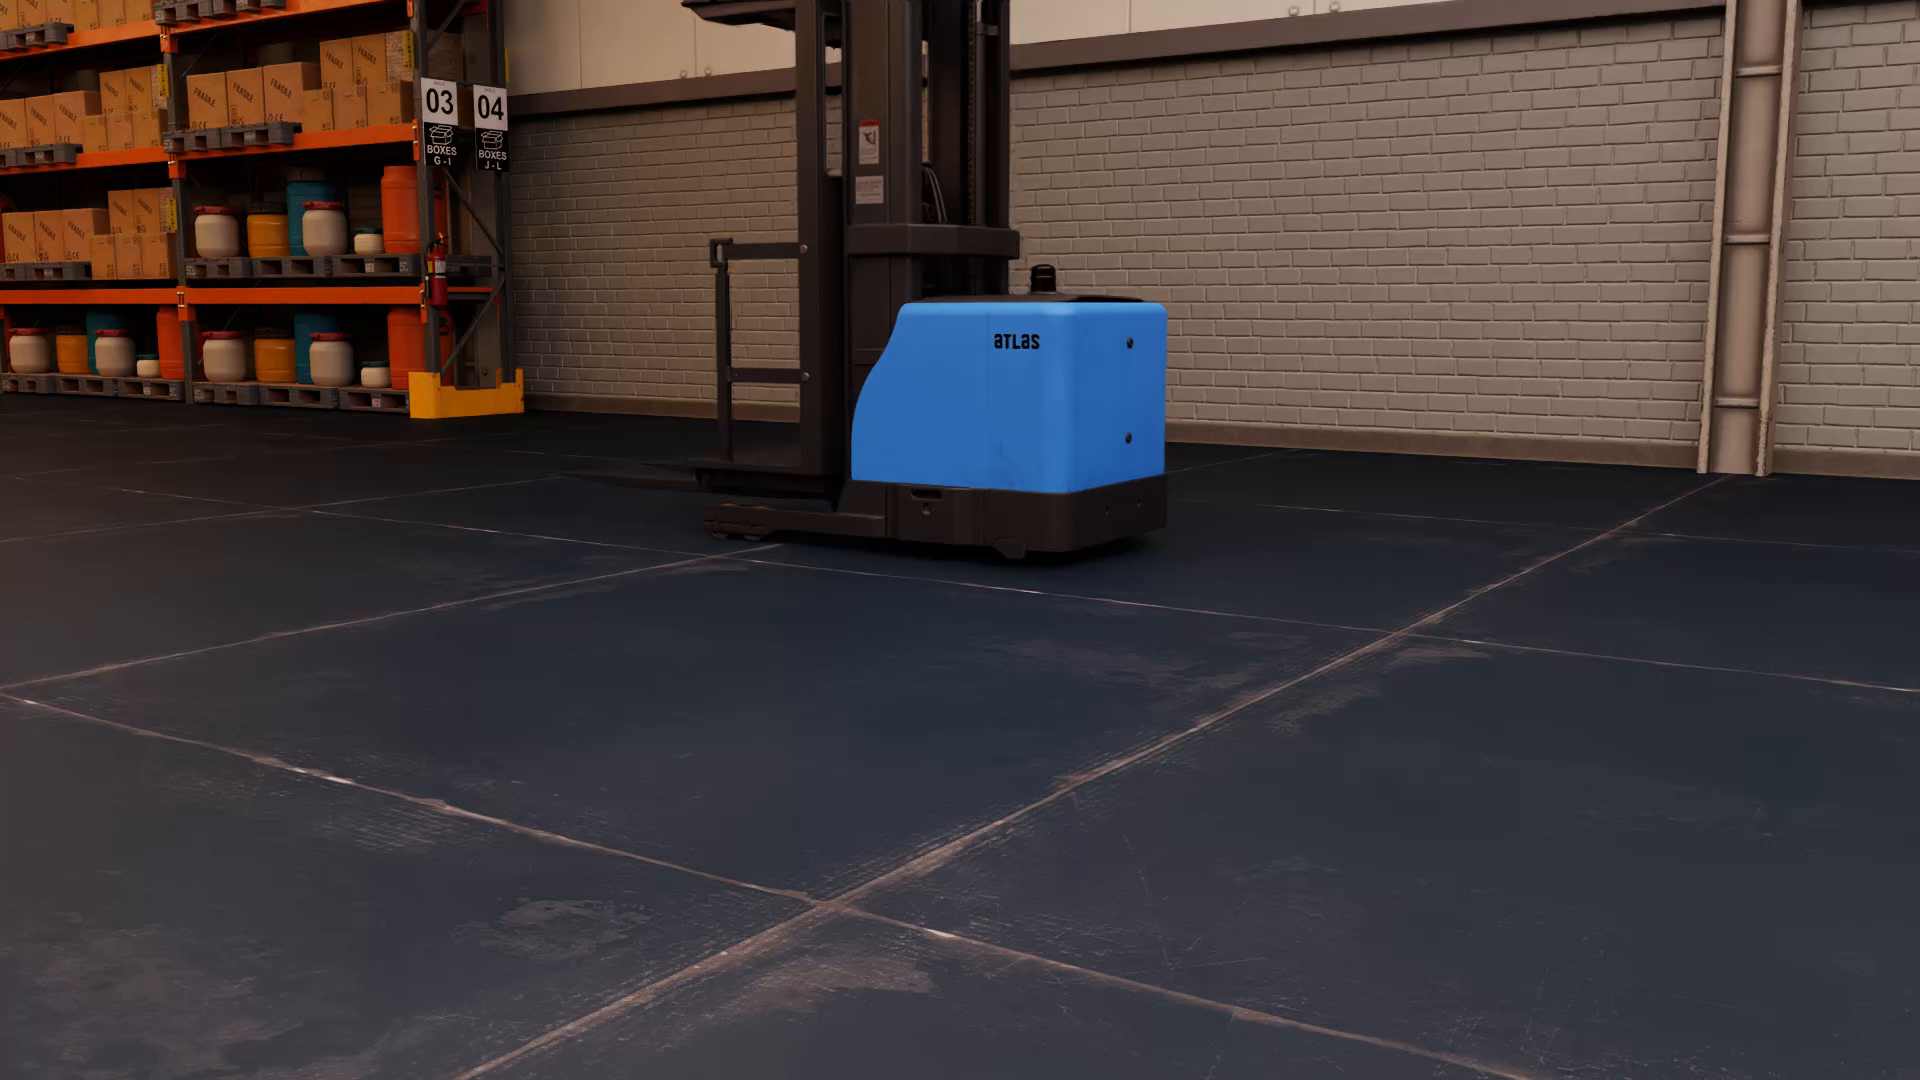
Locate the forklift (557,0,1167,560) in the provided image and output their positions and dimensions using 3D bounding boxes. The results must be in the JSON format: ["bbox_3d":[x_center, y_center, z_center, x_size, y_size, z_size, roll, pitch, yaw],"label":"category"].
[{"bbox_3d":[-0.586,-1.500,7.740,3.031,2.935,1.130,5,10,32],"label":"forklift"}]
